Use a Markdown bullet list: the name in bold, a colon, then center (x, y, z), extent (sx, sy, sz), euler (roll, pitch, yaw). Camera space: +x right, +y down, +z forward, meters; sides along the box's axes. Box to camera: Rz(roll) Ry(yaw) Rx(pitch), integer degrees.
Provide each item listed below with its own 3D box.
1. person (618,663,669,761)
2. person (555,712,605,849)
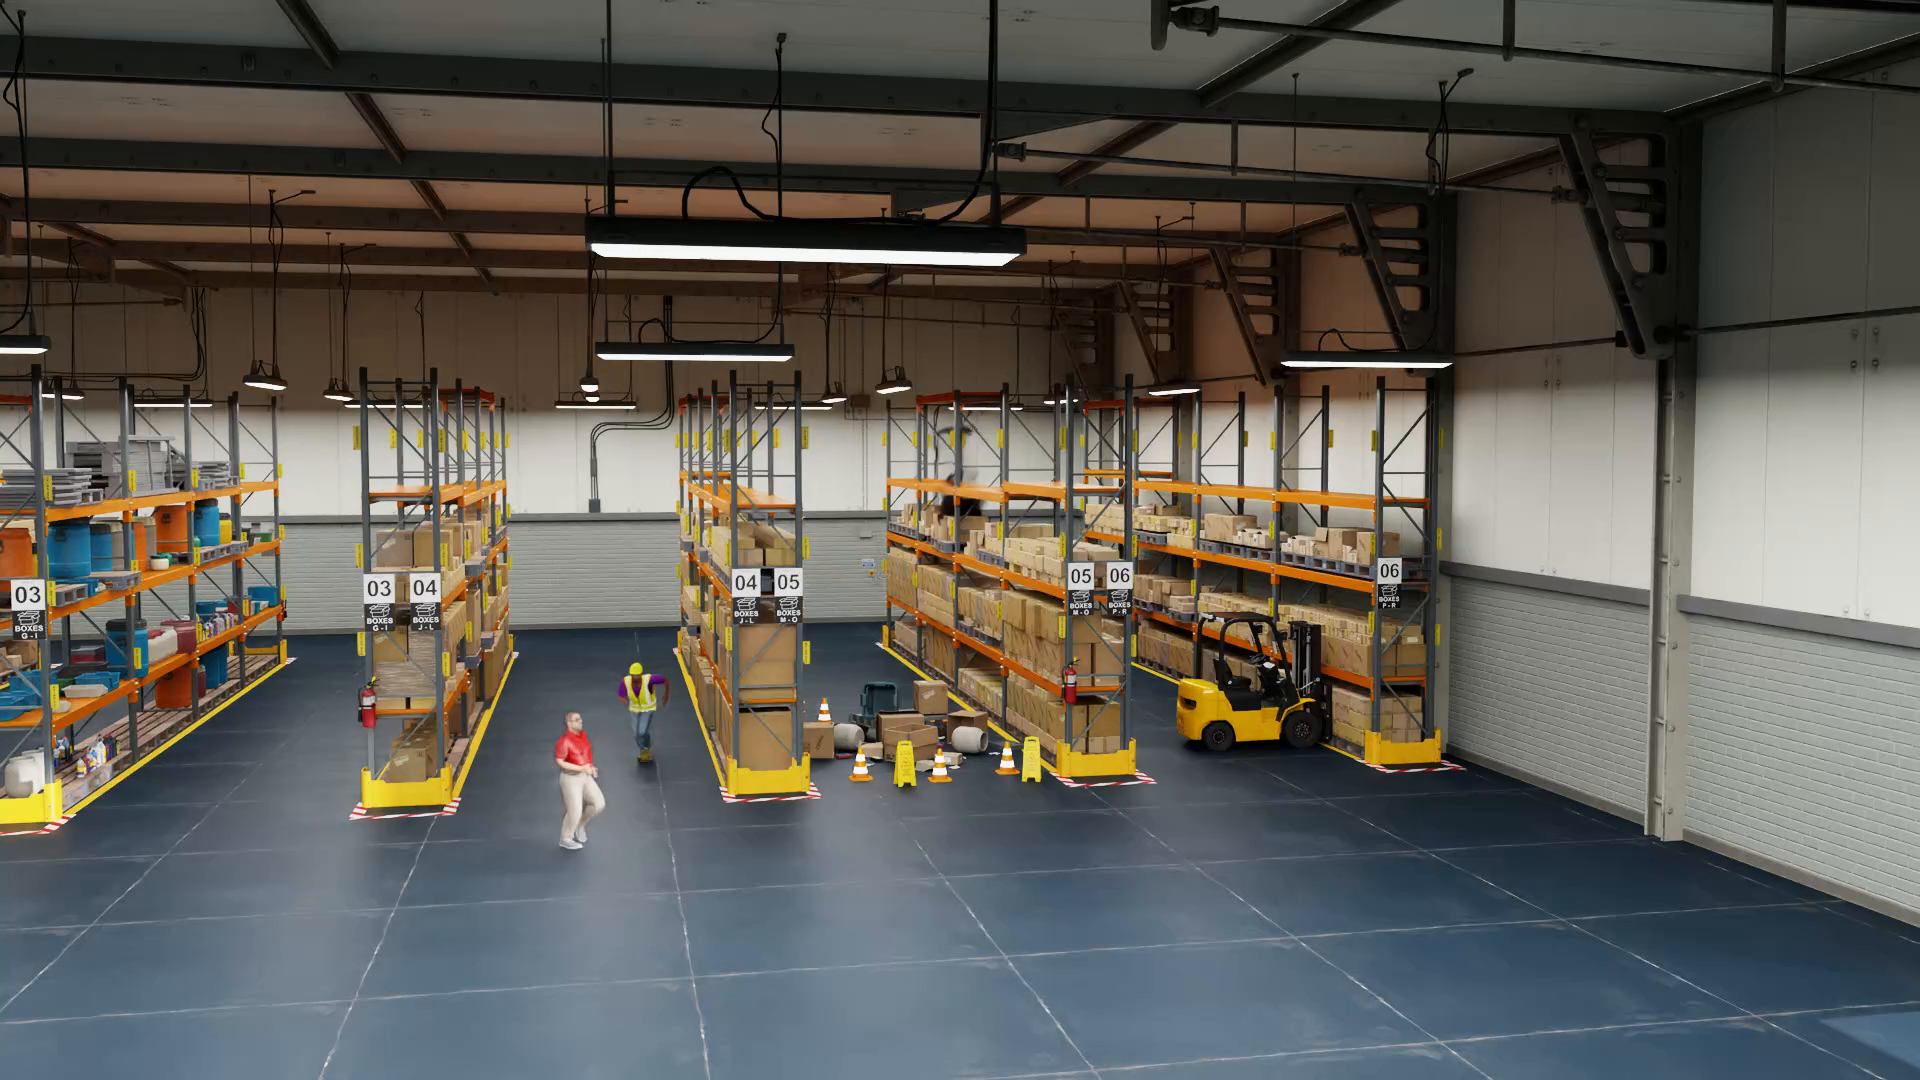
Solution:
- **person**: center (-4.888, 2.661, 25.708), extent (0.744, 1.592, 0.897), euler (0, 3, 4)
- **person**: center (-4.633, 2.943, 20.351), extent (0.616, 1.676, 0.679), euler (2, 4, 28)
